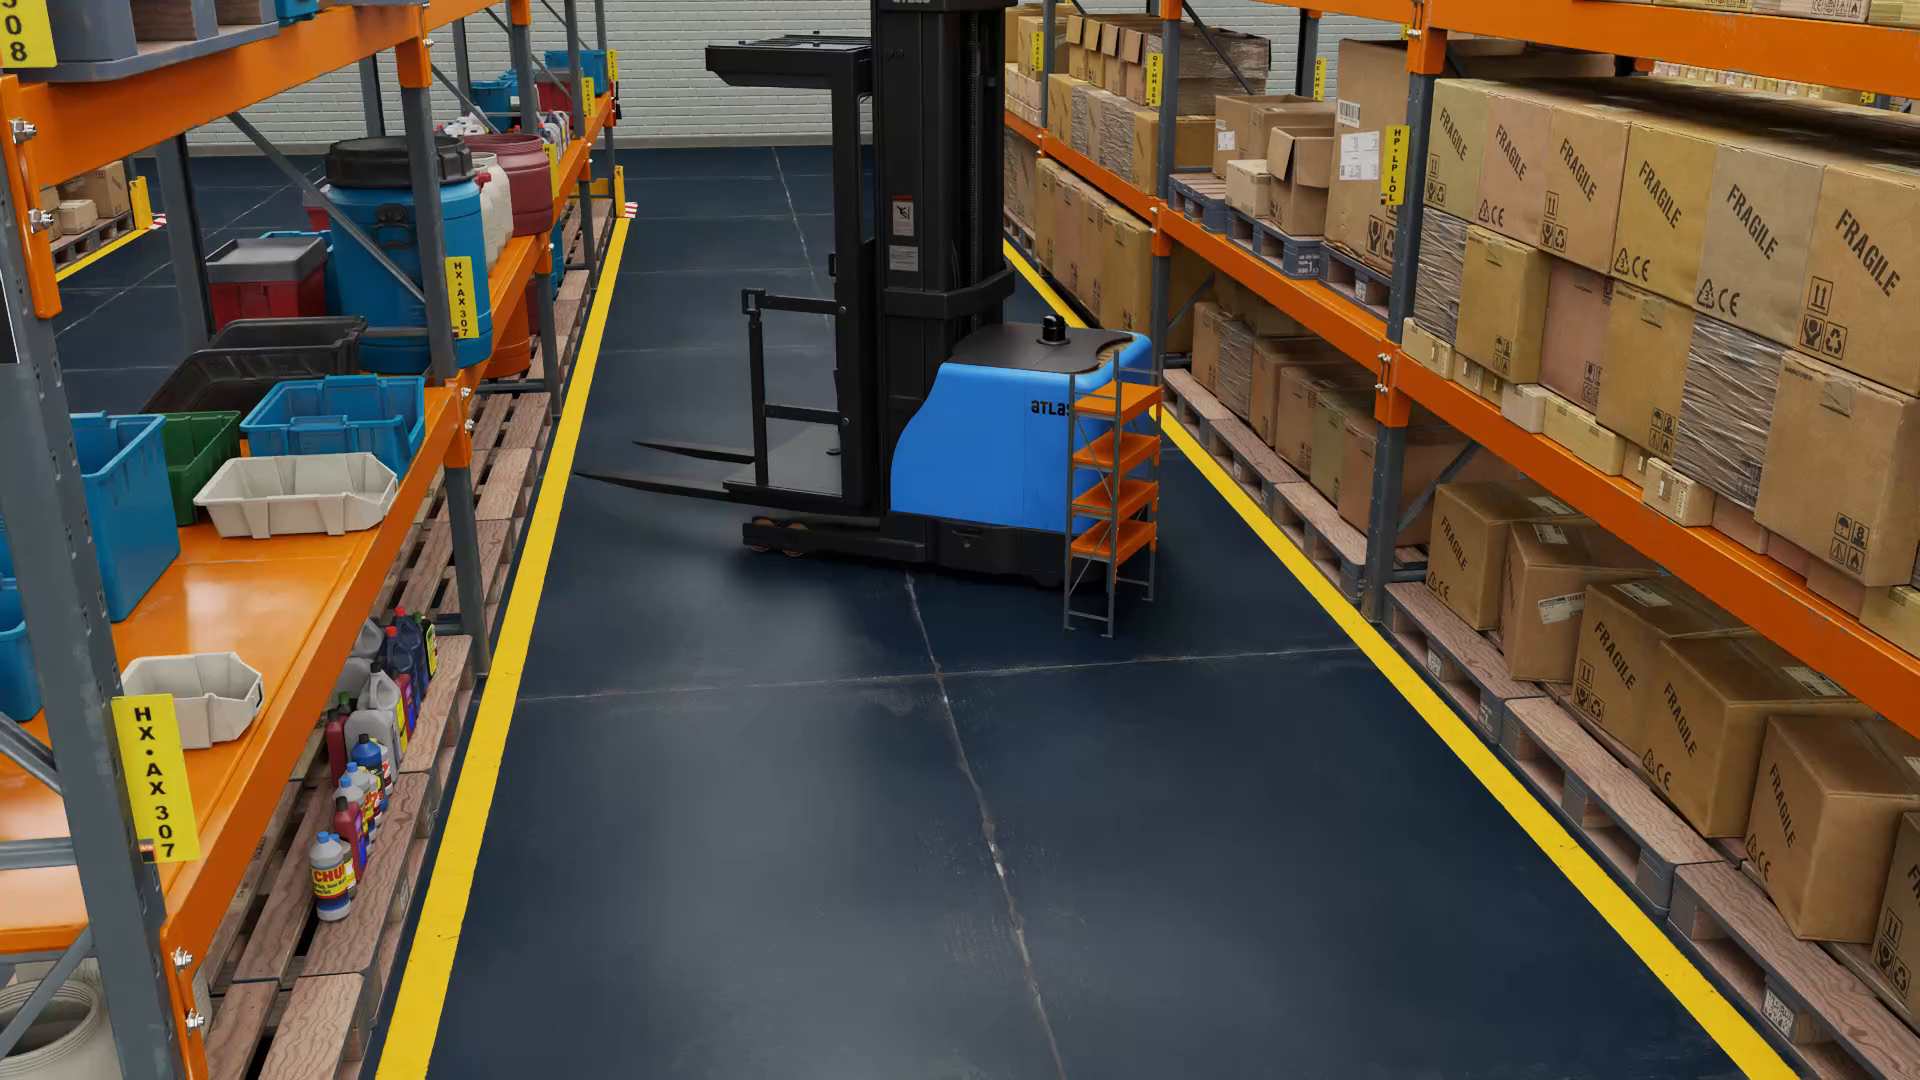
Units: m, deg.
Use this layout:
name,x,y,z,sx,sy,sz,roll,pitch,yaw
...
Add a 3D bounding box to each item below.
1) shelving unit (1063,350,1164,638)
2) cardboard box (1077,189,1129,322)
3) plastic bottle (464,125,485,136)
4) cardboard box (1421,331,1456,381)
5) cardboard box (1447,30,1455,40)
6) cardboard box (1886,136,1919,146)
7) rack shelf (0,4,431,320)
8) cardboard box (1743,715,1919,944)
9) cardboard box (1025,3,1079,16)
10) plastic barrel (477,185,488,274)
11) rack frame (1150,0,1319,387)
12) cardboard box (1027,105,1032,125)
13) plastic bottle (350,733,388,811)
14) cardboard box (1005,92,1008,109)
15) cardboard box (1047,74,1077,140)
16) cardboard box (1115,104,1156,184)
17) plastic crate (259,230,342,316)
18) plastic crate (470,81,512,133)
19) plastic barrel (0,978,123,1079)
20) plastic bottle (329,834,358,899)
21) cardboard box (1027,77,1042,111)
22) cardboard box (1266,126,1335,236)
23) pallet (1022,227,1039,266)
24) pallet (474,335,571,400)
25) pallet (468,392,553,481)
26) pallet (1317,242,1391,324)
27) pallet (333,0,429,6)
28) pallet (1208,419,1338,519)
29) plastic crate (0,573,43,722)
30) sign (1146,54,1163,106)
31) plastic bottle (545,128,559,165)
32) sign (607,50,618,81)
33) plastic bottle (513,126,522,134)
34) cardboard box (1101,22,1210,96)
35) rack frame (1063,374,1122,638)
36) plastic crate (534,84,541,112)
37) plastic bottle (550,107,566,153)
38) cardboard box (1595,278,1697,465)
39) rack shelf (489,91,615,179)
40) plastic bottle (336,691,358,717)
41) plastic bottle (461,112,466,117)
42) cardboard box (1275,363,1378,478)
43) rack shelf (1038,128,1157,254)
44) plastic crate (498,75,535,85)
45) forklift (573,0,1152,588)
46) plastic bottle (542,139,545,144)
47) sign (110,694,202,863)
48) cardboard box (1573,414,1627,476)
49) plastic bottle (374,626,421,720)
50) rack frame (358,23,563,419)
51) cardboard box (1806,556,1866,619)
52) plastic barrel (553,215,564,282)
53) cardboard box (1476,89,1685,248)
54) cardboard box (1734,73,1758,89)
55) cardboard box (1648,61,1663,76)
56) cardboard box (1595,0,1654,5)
name,x,y,z,sx,sy,sz,roll,pitch,yaw
shelving unit,0.699,-0.214,7.575,0.258,1.200,0.503,11,23,26
cardboard box,1.599,-2.194,12.741,1.225,0.875,0.875,-3,21,-8
plastic bottle,-3.706,-3.029,12.715,0.152,0.276,0.135,-3,21,-8
cardboard box,2.132,-0.764,6.835,0.380,0.149,0.250,-3,21,-8
cardboard box,5.462,-5.262,17.949,0.500,0.500,0.500,-3,21,-8
cardboard box,3.003,-0.879,4.786,0.500,0.500,0.500,-3,21,-8
rack shelf,-2.238,-1.185,4.343,1.077,0.370,4.000,-3,21,-8
cardboard box,2.758,0.878,5.051,0.500,0.500,0.500,2,21,6
cardboard box,0.976,-5.479,17.815,0.500,0.500,0.500,-3,21,-7
plastic barrel,-2.553,-1.469,8.168,0.433,0.535,0.433,0,20,0
rack frame,1.798,-2.444,10.972,1.000,3.000,0.127,-3,21,-8
cardboard box,0.816,-3.890,15.202,0.380,0.149,0.250,-3,21,-7
plastic bottle,-1.996,0.781,5.609,0.097,0.271,0.097,0,20,0
cardboard box,0.632,-4.333,16.390,0.380,0.149,0.250,-3,21,-7
cardboard box,1.041,-3.704,14.203,0.500,0.500,0.500,-3,21,-8
cardboard box,1.416,-2.822,11.842,0.500,0.500,0.500,-3,21,-8
plastic crate,-2.993,-1.168,7.579,0.392,0.384,0.575,-3,21,-8
plastic crate,-4.084,-3.744,14.391,0.392,0.384,0.575,-3,21,-8
plastic barrel,-2.120,1.320,3.849,0.421,0.512,0.421,0,20,0
plastic bottle,-1.917,1.001,5.119,0.097,0.201,0.097,0,20,0
cardboard box,0.898,-4.038,15.029,0.500,0.250,0.500,-3,21,-9
cardboard box,2.034,-1.900,8.767,0.797,0.503,0.637,-1,20,-2
pallet,1.190,-2.790,15.884,1.003,0.211,1.213,-3,21,-8
pallet,-3.258,-1.159,11.517,1.003,0.211,1.213,-3,21,-8
pallet,-3.030,-0.618,10.068,1.003,0.211,1.213,-3,21,-8
pallet,2.409,-1.241,8.026,1.003,0.211,1.213,-3,21,-8
pallet,-2.326,-1.881,5.448,1.213,0.211,1.003,-3,21,-8
pallet,2.082,-0.446,9.607,1.003,0.211,1.213,-3,21,-8
plastic crate,-2.406,0.262,3.940,0.499,0.251,0.408,-3,21,-8
sign,1.250,-2.957,10.692,0.100,0.325,0.005,-3,21,-8
plastic bottle,-3.125,-2.973,12.566,0.152,0.276,0.135,-3,21,-8
sign,-3.714,-5.074,17.780,0.100,0.325,0.005,-3,21,-8
plastic bottle,-3.195,-2.819,12.046,0.144,0.351,0.185,-3,21,-8
cardboard box,1.515,-3.672,12.685,0.797,0.503,0.637,-2,21,-6
rack frame,0.584,-0.139,7.374,0.240,1.200,0.015,11,23,26
plastic crate,-3.717,-4.090,15.462,0.437,0.282,0.530,-3,21,-8
plastic bottle,-3.223,-3.254,13.212,0.144,0.351,0.185,-3,21,-8
cardboard box,2.619,-0.568,5.382,0.875,0.500,0.500,-3,21,-8
rack shelf,-3.968,-3.934,15.992,1.077,0.370,4.000,-3,21,-8
plastic bottle,-2.172,0.658,5.921,0.061,0.283,0.133,-3,21,-8
plastic bottle,-4.029,-3.330,13.511,0.061,0.283,0.133,-3,21,-8
cardboard box,2.177,-0.668,9.160,0.700,0.500,0.500,-5,21,-12
rack shelf,1.510,-2.799,12.952,1.077,0.370,4.000,-3,21,-8
plastic crate,-4.451,-4.584,16.855,0.416,0.233,0.300,-3,21,-8
forklift,-0.581,-1.452,8.413,3.031,2.935,1.130,8,22,20
plastic bottle,-3.001,-2.741,11.953,0.097,0.271,0.097,0,20,0
sign,-1.405,0.420,2.909,0.100,0.325,0.005,-3,21,-8
cardboard box,2.338,-0.333,5.680,0.380,0.149,0.250,-3,21,-8
plastic bottle,-2.120,0.501,6.246,0.144,0.351,0.185,-4,21,-10
rack frame,-3.103,-2.194,10.304,1.000,3.000,0.127,-3,21,-8
cardboard box,2.563,0.097,4.527,0.380,0.149,0.250,-3,21,-8
plastic barrel,-3.618,-2.604,13.799,0.600,0.901,0.708,-3,21,-8
cardboard box,2.262,-1.372,6.105,0.500,0.500,0.500,-3,21,-8
cardboard box,6.083,-3.433,12.530,0.380,0.149,0.250,-2,21,-6
cardboard box,5.898,-3.882,13.731,0.380,0.149,0.250,-3,21,-8
cardboard box,2.329,-1.870,5.362,0.500,0.250,0.500,-4,21,-10
